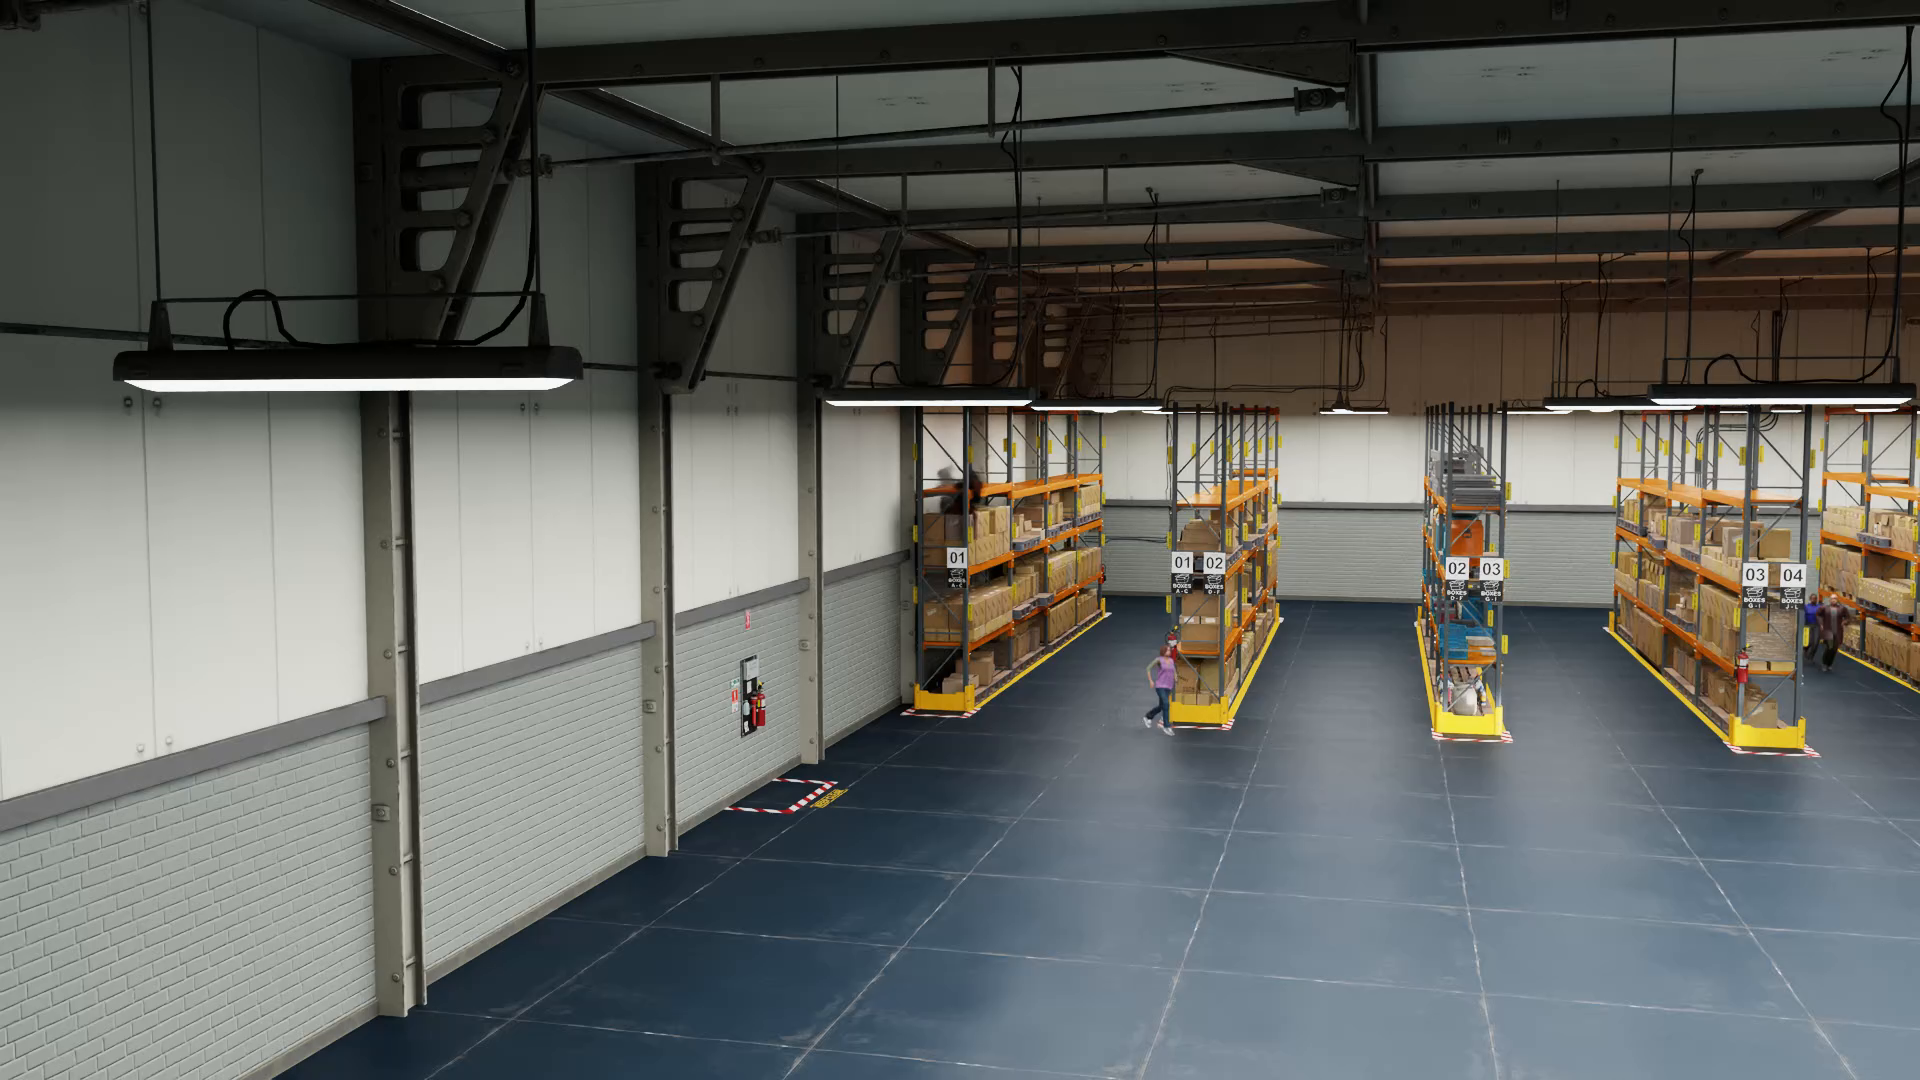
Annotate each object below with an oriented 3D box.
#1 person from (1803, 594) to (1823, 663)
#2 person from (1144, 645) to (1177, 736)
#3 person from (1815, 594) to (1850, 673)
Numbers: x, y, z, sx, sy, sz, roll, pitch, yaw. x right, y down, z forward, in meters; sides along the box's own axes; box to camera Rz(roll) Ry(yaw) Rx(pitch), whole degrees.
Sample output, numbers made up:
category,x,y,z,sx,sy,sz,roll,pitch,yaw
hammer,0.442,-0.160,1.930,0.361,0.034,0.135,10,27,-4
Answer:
category,x,y,z,sx,sy,sz,roll,pitch,yaw
person,19.835,2.066,38.690,0.575,1.616,0.548,1,4,14
person,3.711,2.698,30.184,0.565,1.582,0.809,-3,5,-37
person,19.533,2.145,37.195,0.676,1.702,0.739,1,4,16
